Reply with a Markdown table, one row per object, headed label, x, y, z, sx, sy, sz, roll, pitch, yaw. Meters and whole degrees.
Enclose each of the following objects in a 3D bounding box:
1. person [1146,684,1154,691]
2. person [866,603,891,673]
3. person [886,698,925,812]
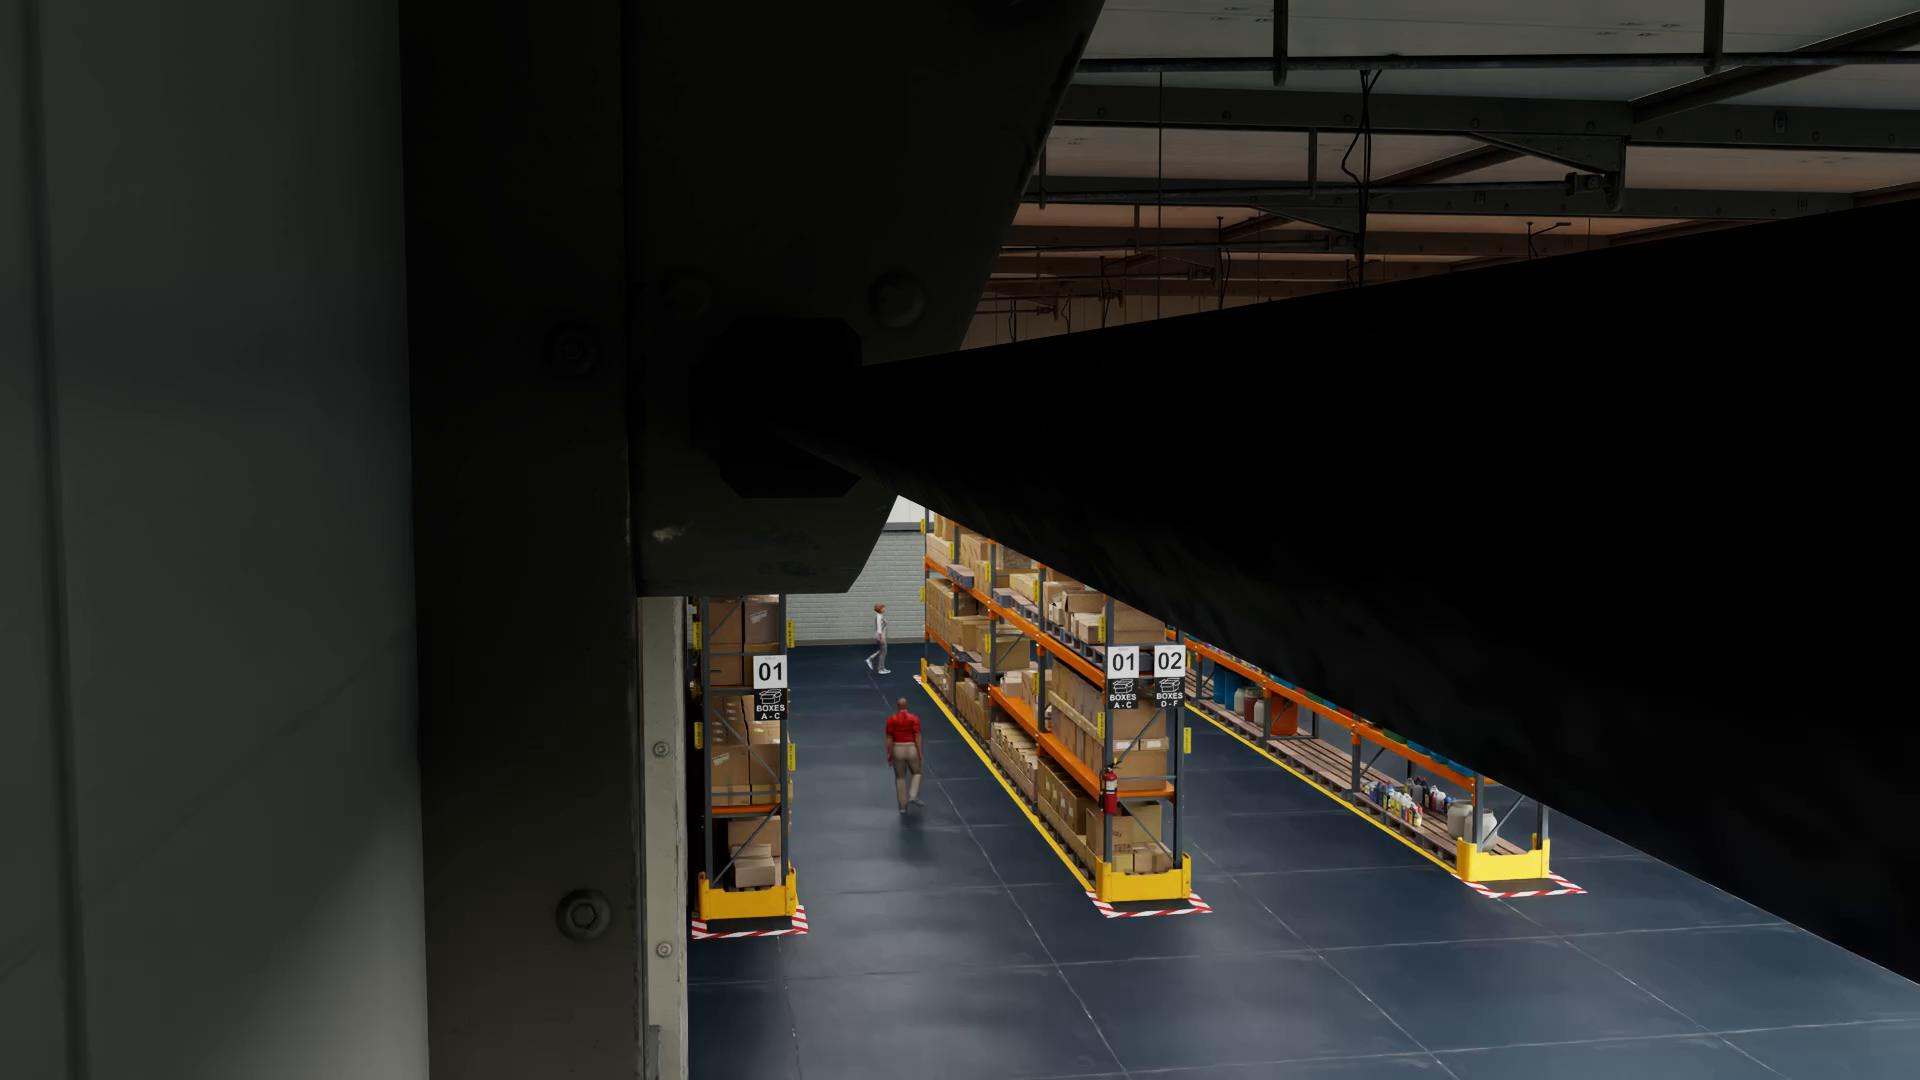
| label | x | y | z | sx | sy | sz | roll | pitch | yaw |
| --- | --- | --- | --- | --- | --- | --- | --- | --- | --- |
| person | 3.869 | 2.440 | 34.248 | 0.621 | 1.733 | 1.133 | 2 | 5 | 20 |
| person | -1.847 | 2.219 | 37.585 | 0.536 | 1.585 | 0.412 | -1 | 5 | -12 |
| person | -0.831 | 3.252 | 25.181 | 0.593 | 1.715 | 0.493 | 0 | 5 | 1 |
